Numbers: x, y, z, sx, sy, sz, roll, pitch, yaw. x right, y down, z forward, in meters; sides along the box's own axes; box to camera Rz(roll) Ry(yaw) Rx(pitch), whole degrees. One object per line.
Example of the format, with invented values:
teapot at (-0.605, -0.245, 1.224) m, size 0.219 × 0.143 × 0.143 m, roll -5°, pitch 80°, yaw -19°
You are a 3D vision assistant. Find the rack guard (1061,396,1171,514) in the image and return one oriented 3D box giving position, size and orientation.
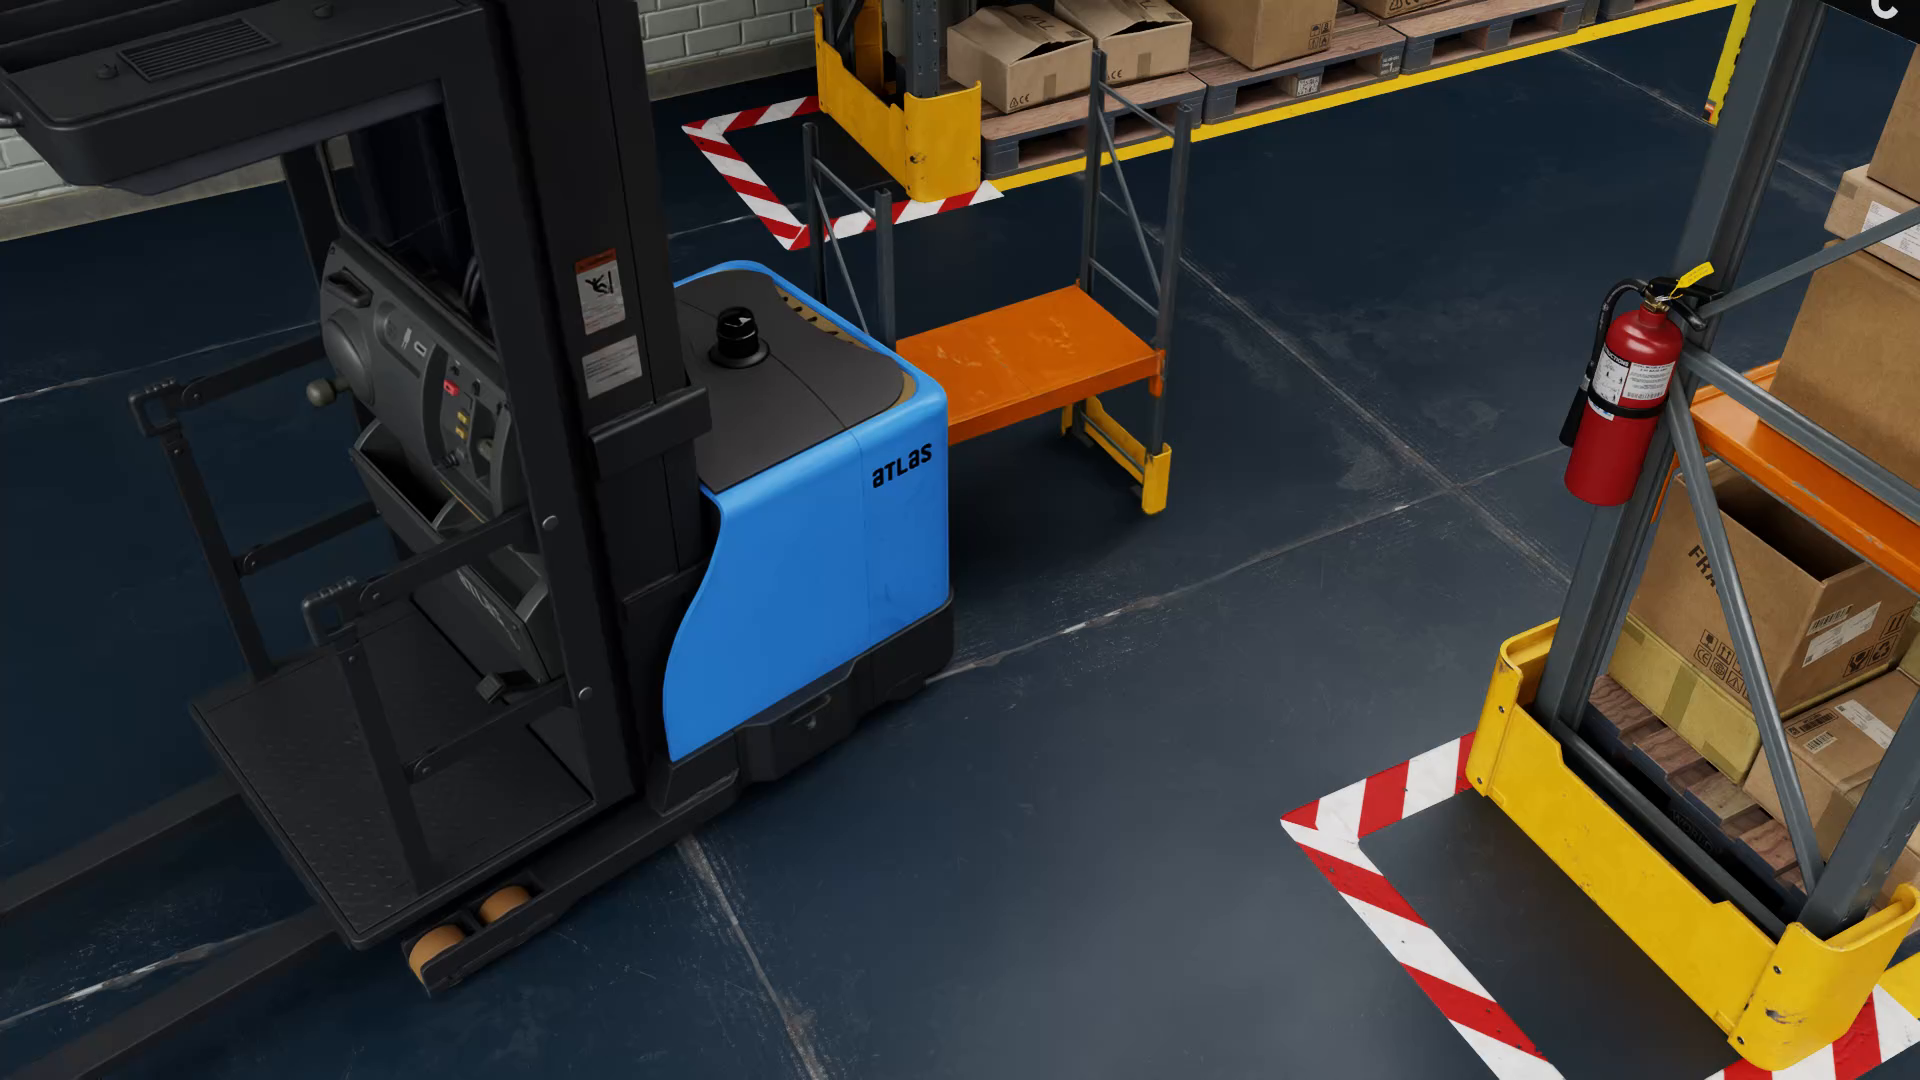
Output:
rack guard at (0.554, -0.361, 5.983) m, size 0.087 × 0.250 × 0.587 m, roll -21°, pitch 44°, yaw -22°

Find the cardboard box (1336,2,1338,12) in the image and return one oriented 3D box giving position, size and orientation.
cardboard box at (1.747, -2.835, 8.644) m, size 0.250 × 0.149 × 0.380 m, roll -22°, pitch 45°, yaw -24°

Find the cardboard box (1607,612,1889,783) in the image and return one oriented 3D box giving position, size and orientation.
cardboard box at (2.258, 0.370, 4.794) m, size 0.500 × 0.250 × 0.500 m, roll -19°, pitch 44°, yaw -21°

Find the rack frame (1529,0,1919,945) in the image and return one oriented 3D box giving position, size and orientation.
rack frame at (1.919, -0.190, 3.653) m, size 0.127 × 3.000 × 1.000 m, roll -19°, pitch 44°, yaw -21°

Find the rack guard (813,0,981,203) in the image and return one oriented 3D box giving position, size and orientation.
rack guard at (-0.305, -2.096, 7.839) m, size 0.348 × 0.500 × 1.175 m, roll -19°, pitch 44°, yaw -21°

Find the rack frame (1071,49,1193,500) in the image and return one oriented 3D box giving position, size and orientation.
rack frame at (0.555, -0.839, 5.580) m, size 0.032 × 1.500 × 0.500 m, roll -21°, pitch 44°, yaw -22°

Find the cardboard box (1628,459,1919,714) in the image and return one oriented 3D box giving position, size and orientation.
cardboard box at (2.257, 0.083, 4.553) m, size 0.500 × 0.500 × 0.500 m, roll -19°, pitch 44°, yaw -21°

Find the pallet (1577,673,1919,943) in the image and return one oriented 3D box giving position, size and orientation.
pallet at (2.578, 0.622, 4.851) m, size 1.213 × 0.211 × 1.003 m, roll -19°, pitch 44°, yaw -21°

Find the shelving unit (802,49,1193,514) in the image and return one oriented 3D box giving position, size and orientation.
shelving unit at (0.123, -0.677, 5.389) m, size 1.083 × 1.500 × 0.587 m, roll -21°, pitch 44°, yaw -22°

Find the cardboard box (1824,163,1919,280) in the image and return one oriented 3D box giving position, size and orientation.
cardboard box at (2.170, -0.699, 3.674) m, size 0.250 × 0.149 × 0.380 m, roll -19°, pitch 44°, yaw -21°

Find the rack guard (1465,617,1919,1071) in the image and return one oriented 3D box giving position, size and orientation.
rack guard at (1.898, 0.771, 4.452) m, size 0.348 × 0.500 × 1.175 m, roll -19°, pitch 44°, yaw -21°

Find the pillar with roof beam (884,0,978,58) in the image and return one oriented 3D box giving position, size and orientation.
pillar with roof beam at (1.837, -3.555, 2.984) m, size 0.400 × 9.000 × 9.100 m, roll -19°, pitch 44°, yaw -21°

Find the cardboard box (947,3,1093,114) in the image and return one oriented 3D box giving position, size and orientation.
cardboard box at (0.283, -2.324, 7.914) m, size 0.500 × 0.311 × 0.500 m, roll -24°, pitch 46°, yaw -25°

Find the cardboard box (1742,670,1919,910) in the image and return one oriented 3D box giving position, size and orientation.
cardboard box at (2.497, 0.667, 4.444) m, size 0.500 × 0.250 × 0.500 m, roll -19°, pitch 44°, yaw -21°

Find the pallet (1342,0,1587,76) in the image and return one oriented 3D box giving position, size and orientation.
pallet at (2.596, -2.936, 9.055) m, size 1.213 × 0.211 × 1.003 m, roll -19°, pitch 44°, yaw -21°

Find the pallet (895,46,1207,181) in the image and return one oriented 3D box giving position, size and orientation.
pallet at (0.432, -2.208, 8.195) m, size 1.213 × 0.211 × 1.003 m, roll -19°, pitch 44°, yaw -21°

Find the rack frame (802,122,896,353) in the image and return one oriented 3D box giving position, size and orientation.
rack frame at (-0.325, -0.510, 5.191) m, size 0.032 × 1.500 × 0.500 m, roll -21°, pitch 44°, yaw -22°

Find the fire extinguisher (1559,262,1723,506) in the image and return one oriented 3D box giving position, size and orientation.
fire extinguisher at (1.599, -0.391, 3.950) m, size 0.183 × 0.674 × 0.296 m, roll -19°, pitch 44°, yaw -21°

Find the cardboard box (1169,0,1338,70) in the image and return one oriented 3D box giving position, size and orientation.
cardboard box at (1.462, -2.756, 8.279) m, size 0.500 × 0.500 × 0.700 m, roll -21°, pitch 45°, yaw -23°

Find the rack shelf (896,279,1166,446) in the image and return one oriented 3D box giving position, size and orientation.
rack shelf at (0.115, -0.537, 5.502) m, size 1.000 × 0.185 × 0.538 m, roll -21°, pitch 44°, yaw -22°

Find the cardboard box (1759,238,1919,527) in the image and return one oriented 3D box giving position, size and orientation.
cardboard box at (2.339, -0.360, 3.776) m, size 0.500 × 0.500 × 0.700 m, roll -19°, pitch 44°, yaw -21°

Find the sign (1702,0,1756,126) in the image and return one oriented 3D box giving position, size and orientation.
sign at (1.681, -1.037, 3.574) m, size 0.005 × 0.325 × 0.100 m, roll -19°, pitch 44°, yaw -21°

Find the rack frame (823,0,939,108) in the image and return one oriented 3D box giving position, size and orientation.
rack frame at (-0.373, -3.027, 7.005) m, size 0.127 × 3.000 × 1.000 m, roll -19°, pitch 44°, yaw -21°

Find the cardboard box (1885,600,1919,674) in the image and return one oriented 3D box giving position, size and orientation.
cardboard box at (2.696, 0.214, 4.979) m, size 0.500 × 0.250 × 0.500 m, roll -19°, pitch 44°, yaw -21°

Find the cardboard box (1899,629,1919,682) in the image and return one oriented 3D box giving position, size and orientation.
cardboard box at (2.940, 0.230, 4.379) m, size 0.500 × 0.500 × 0.500 m, roll -19°, pitch 44°, yaw -21°

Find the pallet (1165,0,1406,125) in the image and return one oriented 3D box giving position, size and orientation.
pallet at (1.512, -2.569, 8.622) m, size 1.213 × 0.211 × 1.003 m, roll -19°, pitch 44°, yaw -21°

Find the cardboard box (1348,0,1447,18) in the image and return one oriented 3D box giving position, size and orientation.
cardboard box at (2.273, -3.102, 8.687) m, size 0.500 × 0.500 × 0.500 m, roll -22°, pitch 45°, yaw -24°

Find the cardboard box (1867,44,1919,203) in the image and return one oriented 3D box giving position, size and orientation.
cardboard box at (2.386, -0.871, 3.376) m, size 0.500 × 0.500 × 0.700 m, roll -18°, pitch 44°, yaw -20°

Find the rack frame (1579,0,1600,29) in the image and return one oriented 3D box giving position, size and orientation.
rack frame at (3.175, -4.221, 8.415) m, size 0.127 × 3.000 × 1.000 m, roll -19°, pitch 44°, yaw -21°

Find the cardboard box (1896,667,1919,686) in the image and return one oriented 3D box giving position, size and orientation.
cardboard box at (2.939, 0.515, 4.623) m, size 0.500 × 0.250 × 0.500 m, roll -19°, pitch 44°, yaw -21°

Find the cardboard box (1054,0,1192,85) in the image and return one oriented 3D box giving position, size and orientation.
cardboard box at (0.788, -2.494, 8.115) m, size 0.500 × 0.311 × 0.500 m, roll -15°, pitch 43°, yaw -17°

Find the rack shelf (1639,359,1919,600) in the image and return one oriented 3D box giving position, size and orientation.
rack shelf at (3.693, -0.512, 4.590) m, size 4.000 × 0.370 × 1.077 m, roll -19°, pitch 44°, yaw -21°

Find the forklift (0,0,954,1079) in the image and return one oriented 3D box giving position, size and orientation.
forklift at (-1.462, -0.329, 3.870) m, size 3.031 × 2.935 × 1.130 m, roll -29°, pitch 48°, yaw -30°

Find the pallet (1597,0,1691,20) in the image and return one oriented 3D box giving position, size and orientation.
pallet at (3.865, -3.390, 9.591) m, size 1.213 × 0.211 × 1.003 m, roll -19°, pitch 44°, yaw -21°
